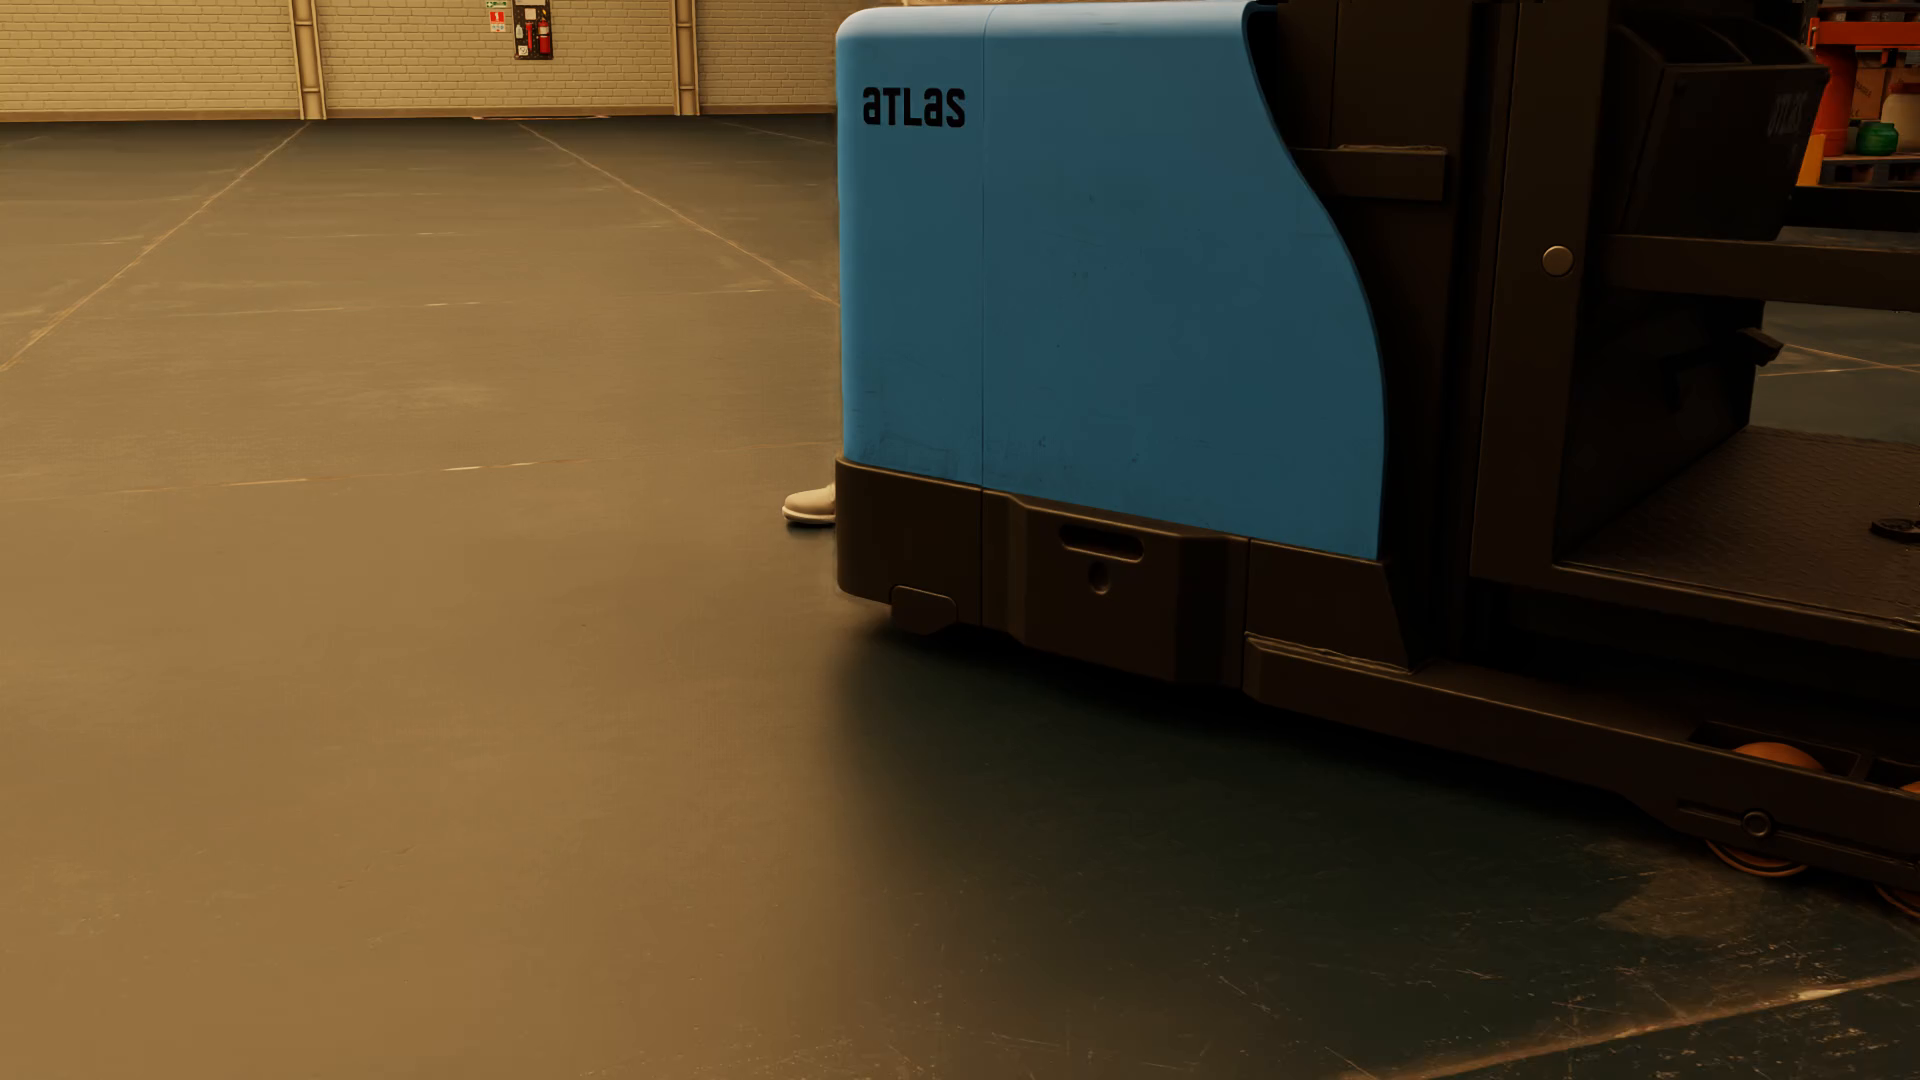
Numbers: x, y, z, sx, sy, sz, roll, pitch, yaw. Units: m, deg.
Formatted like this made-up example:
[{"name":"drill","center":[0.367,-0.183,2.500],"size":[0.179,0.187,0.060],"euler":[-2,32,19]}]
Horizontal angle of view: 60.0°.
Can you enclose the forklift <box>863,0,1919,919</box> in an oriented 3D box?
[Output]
[{"name":"forklift","center":[1.257,-1.115,2.157],"size":[3.031,2.935,1.121],"euler":[12,20,35]}]

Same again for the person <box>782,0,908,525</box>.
[{"name":"person","center":[-0.068,-0.816,3.313],"size":[0.530,1.694,0.586],"euler":[-5,17,-17]}]
